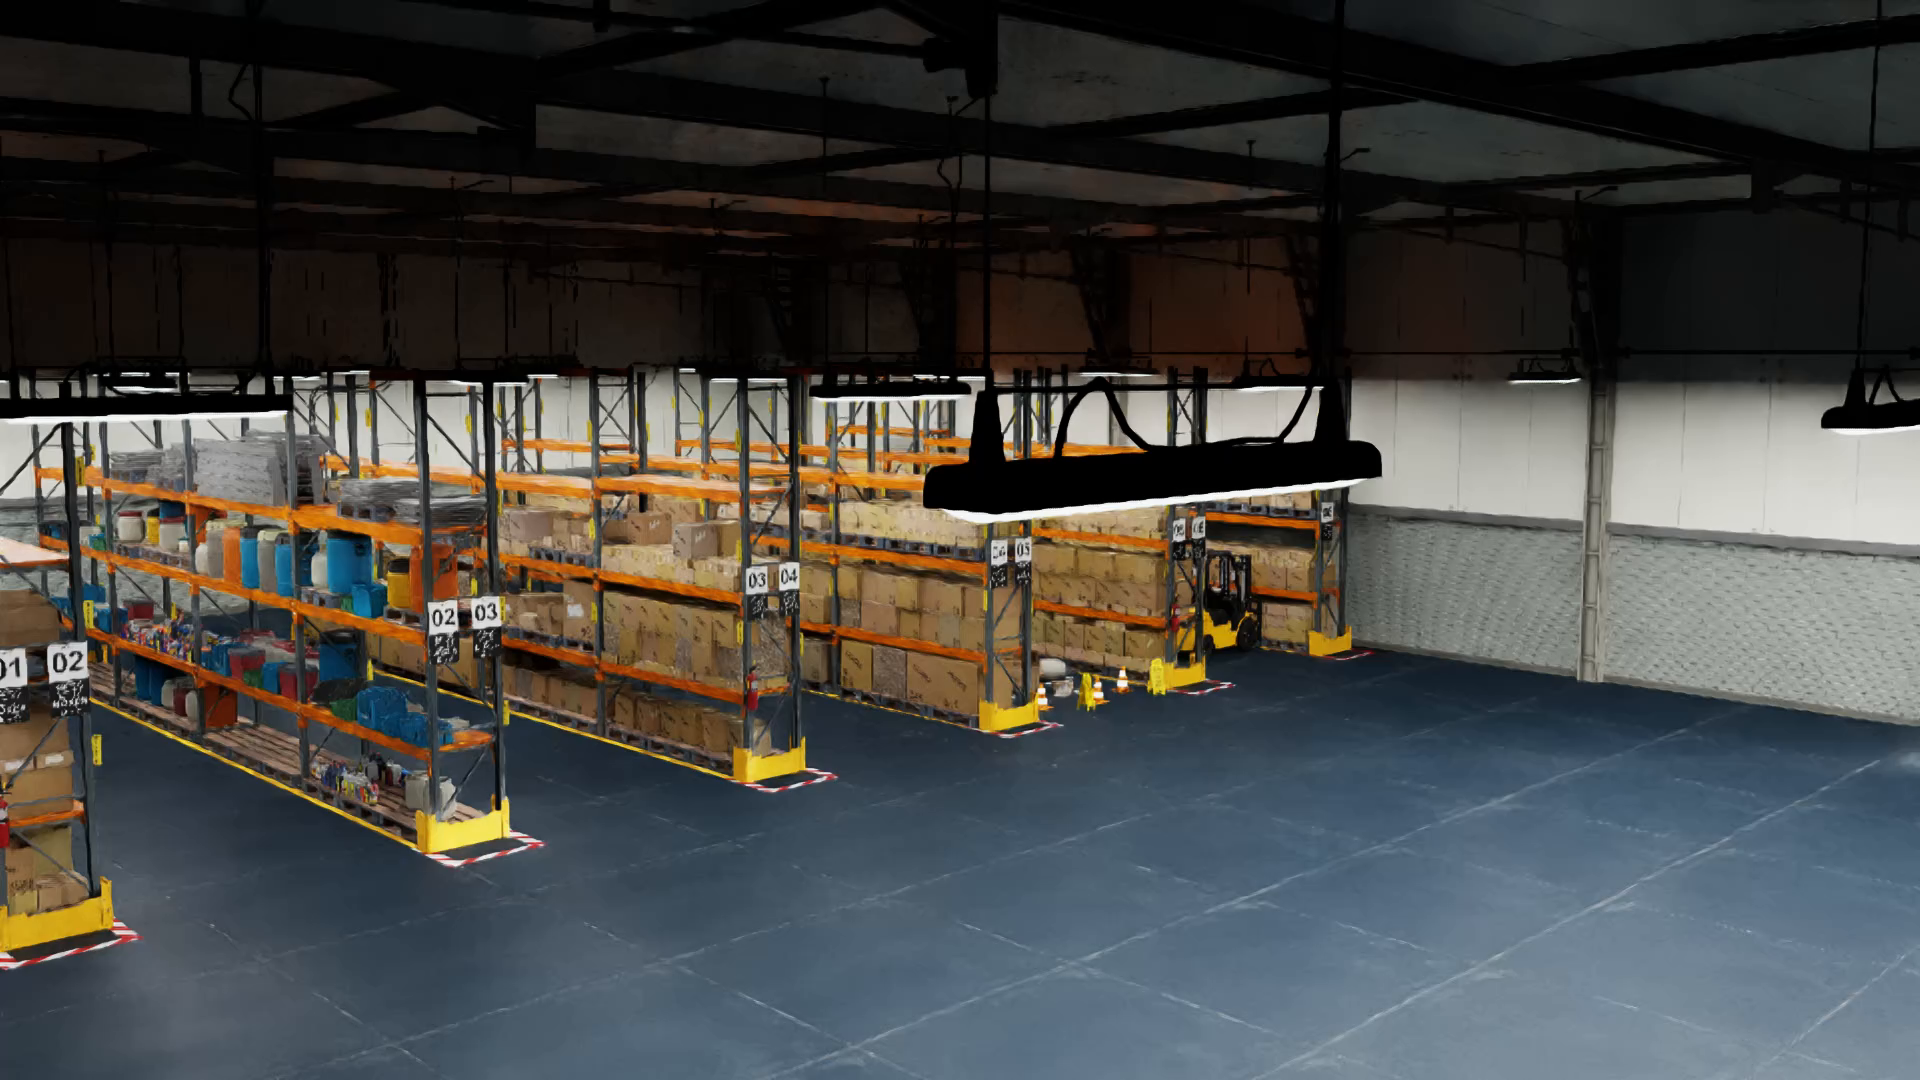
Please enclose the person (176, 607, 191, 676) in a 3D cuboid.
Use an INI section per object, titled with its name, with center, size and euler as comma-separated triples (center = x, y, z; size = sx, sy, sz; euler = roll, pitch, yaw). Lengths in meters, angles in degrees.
[person]
center = -14.771, 2.036, 31.306
size = 0.646, 1.556, 0.467
euler = 1, 7, 8
